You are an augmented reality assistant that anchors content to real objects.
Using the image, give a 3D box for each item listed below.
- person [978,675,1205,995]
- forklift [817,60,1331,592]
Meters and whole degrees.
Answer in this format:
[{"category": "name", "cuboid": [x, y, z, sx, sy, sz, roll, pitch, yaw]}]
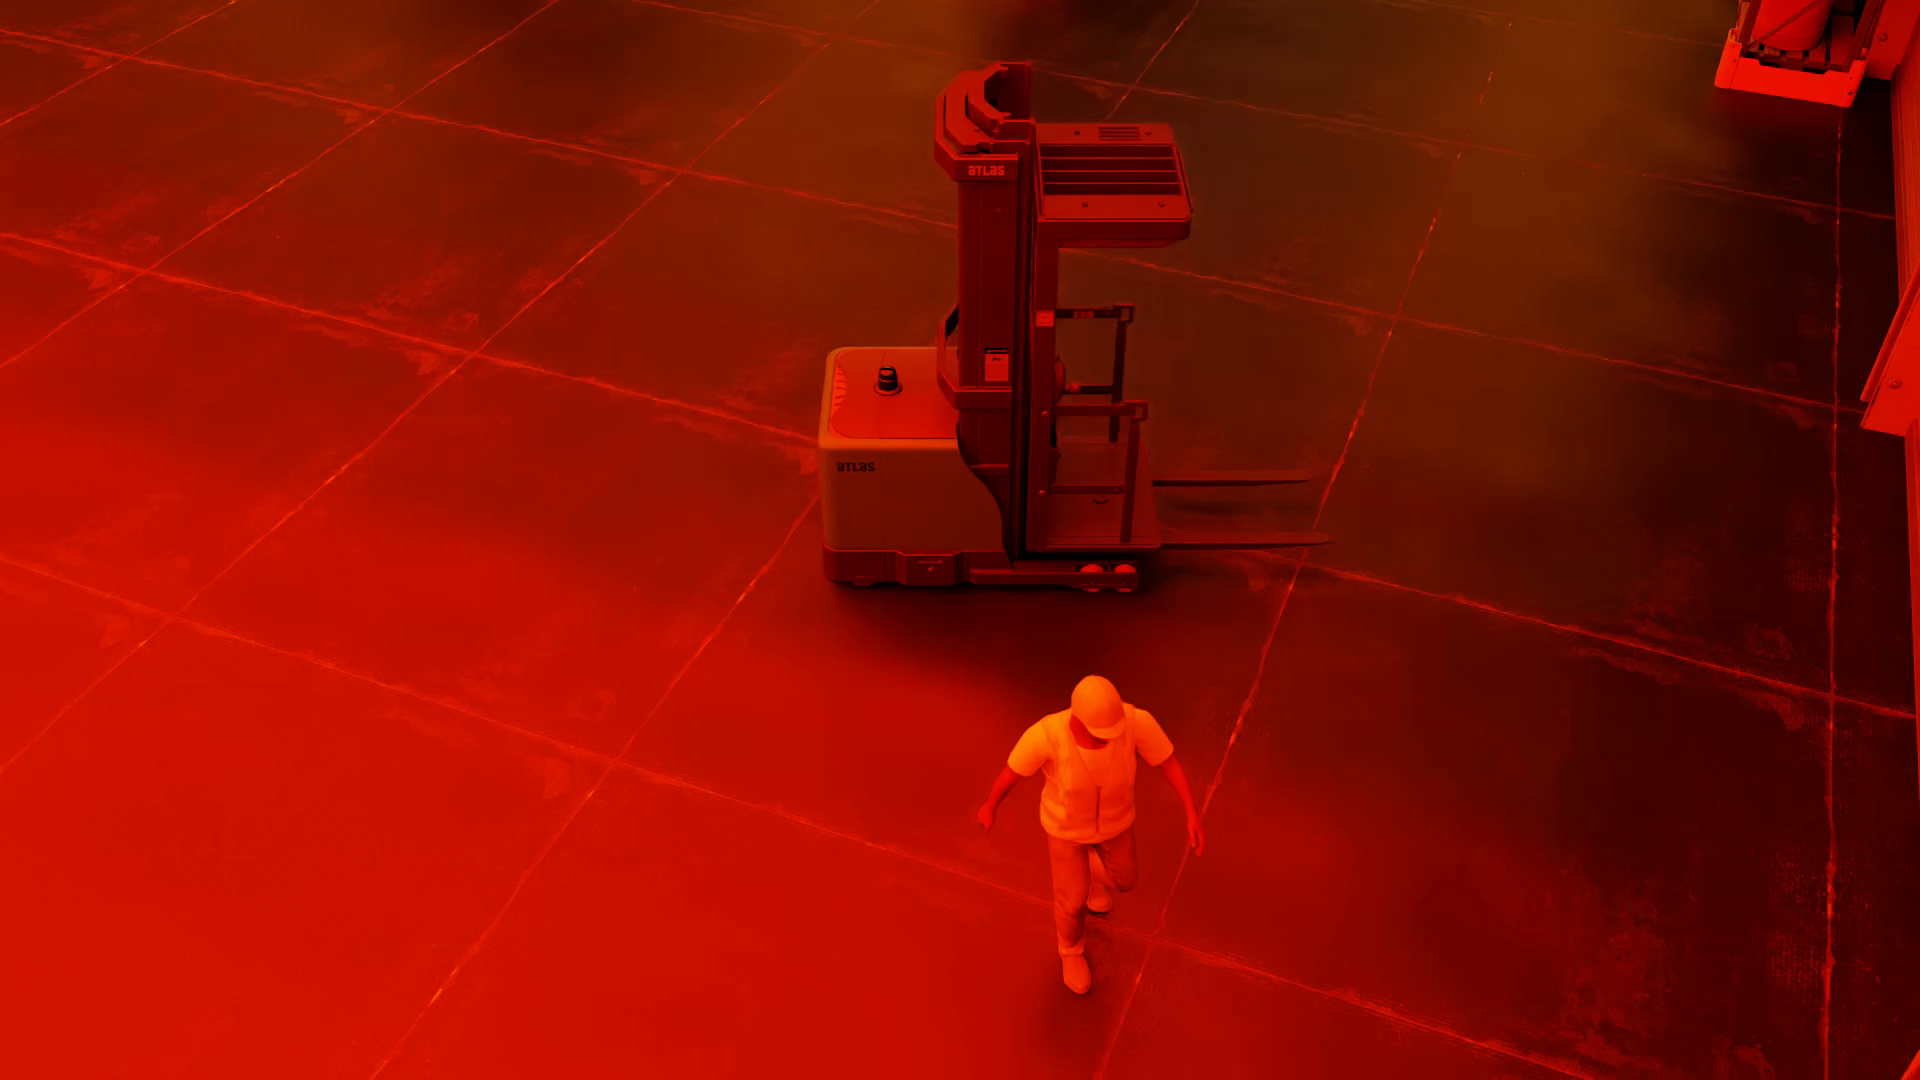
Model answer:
[{"category": "person", "cuboid": [0.569, 1.252, 7.435, 0.907, 1.746, 0.684, -10, 41, -12]}, {"category": "forklift", "cuboid": [0.700, -1.158, 9.389, 3.031, 2.935, 1.130, 0, 40, 0]}]
